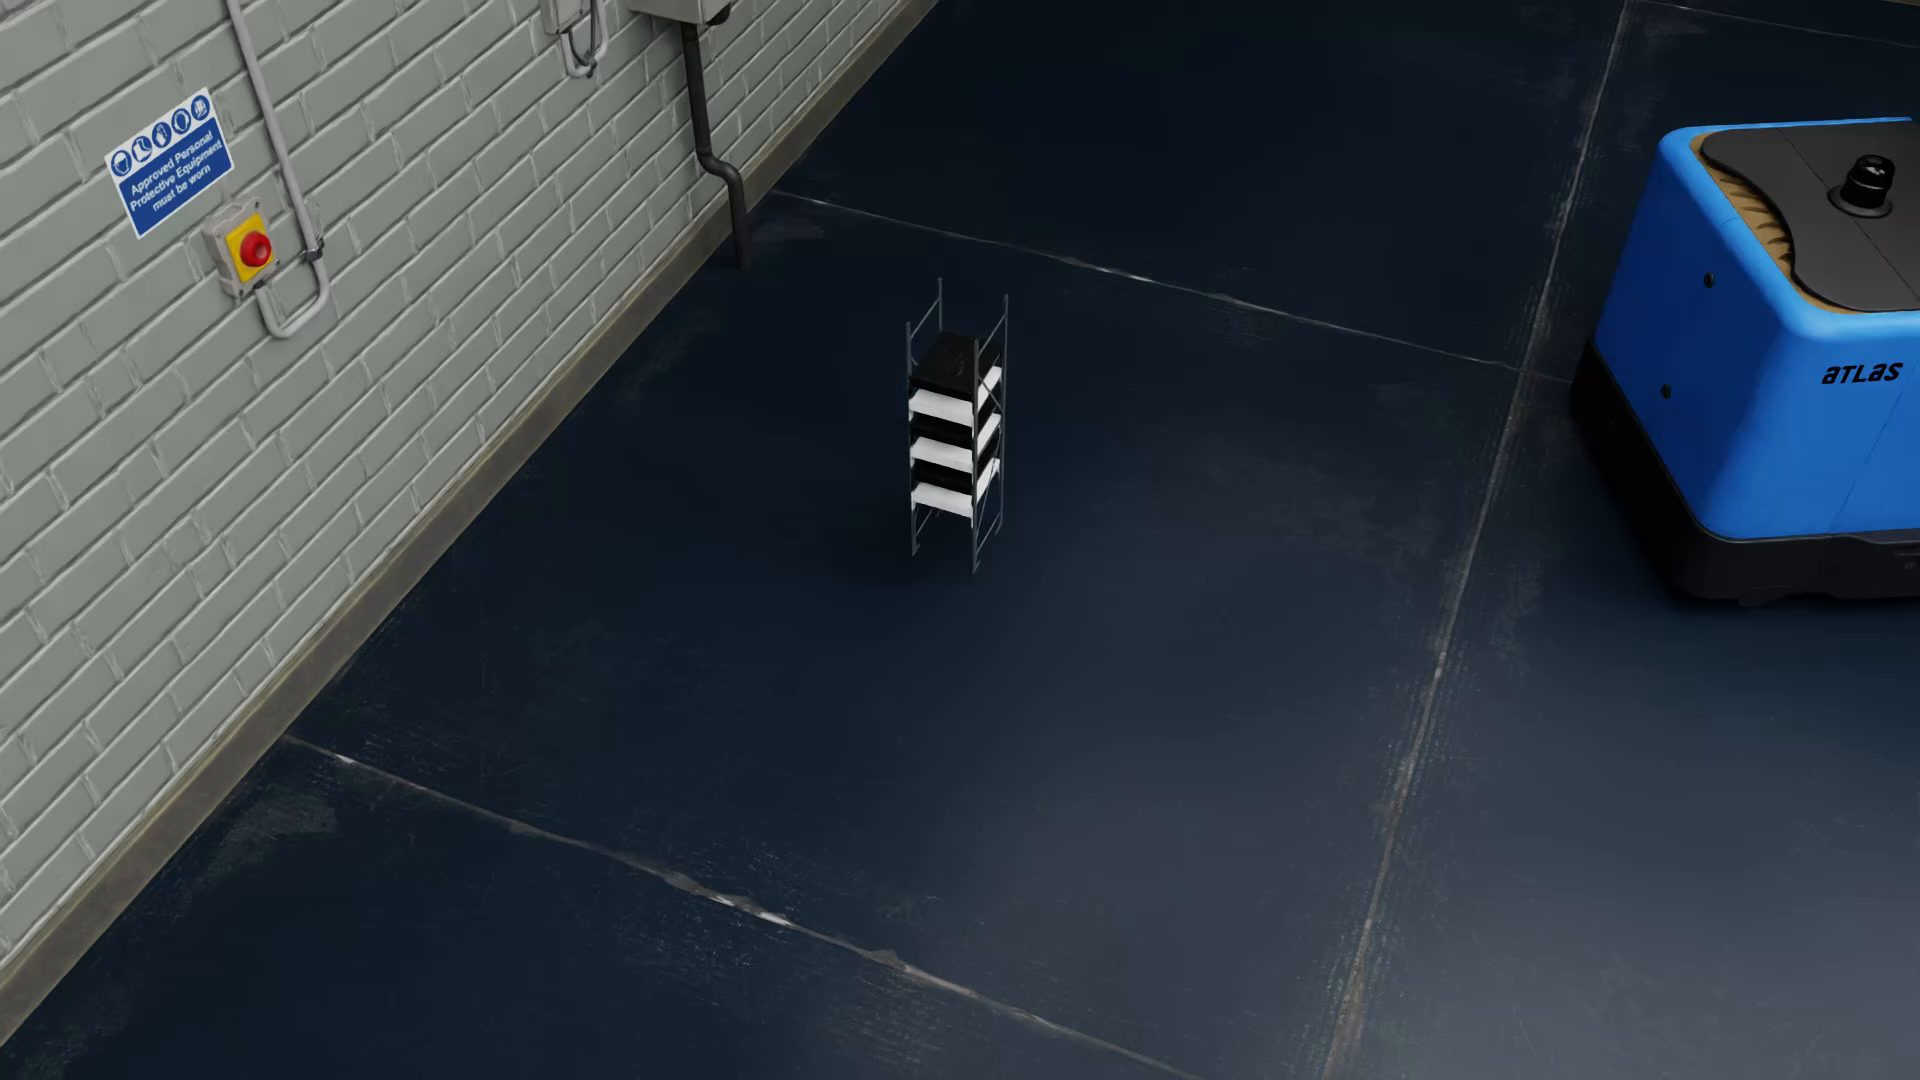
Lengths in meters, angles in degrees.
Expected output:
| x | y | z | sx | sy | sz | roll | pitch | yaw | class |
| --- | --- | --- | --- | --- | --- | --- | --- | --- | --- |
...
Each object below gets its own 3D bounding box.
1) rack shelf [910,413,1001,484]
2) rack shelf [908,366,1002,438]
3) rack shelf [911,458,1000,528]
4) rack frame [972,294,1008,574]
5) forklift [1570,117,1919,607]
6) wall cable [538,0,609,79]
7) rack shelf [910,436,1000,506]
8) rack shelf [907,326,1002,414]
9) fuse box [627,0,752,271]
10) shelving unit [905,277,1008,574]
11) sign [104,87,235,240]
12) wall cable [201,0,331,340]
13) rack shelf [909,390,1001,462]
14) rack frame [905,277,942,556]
| x | y | z | sx | sy | sz | roll | pitch | yaw | class |
| --- | --- | --- | --- | --- | --- | --- | --- | --- | --- |
| -0.007 | -0.298 | 4.958 | 0.200 | 0.077 | 0.258 | 16 | 47 | 16 | rack shelf |
| -0.007 | -0.425 | 4.831 | 0.200 | 0.077 | 0.258 | 16 | 47 | 16 | rack shelf |
| -0.007 | -0.170 | 5.085 | 0.200 | 0.077 | 0.258 | 16 | 47 | 16 | rack shelf |
| 0.086 | -0.294 | 4.907 | 0.006 | 0.900 | 0.240 | 16 | 47 | 16 | rack frame |
| 3.616 | -1.267 | 4.445 | 3.031 | 2.935 | 1.130 | -4 | 45 | -4 | forklift |
| -1.189 | -2.068 | 4.481 | 0.122 | 1.984 | 0.588 | 16 | 47 | 16 | wall cable |
| -0.007 | -0.234 | 5.022 | 0.200 | 0.077 | 0.258 | 16 | 47 | 16 | rack shelf |
| -0.007 | -0.489 | 4.768 | 0.200 | 0.077 | 0.258 | 16 | 47 | 16 | rack shelf |
| -0.781 | -1.652 | 5.697 | 0.414 | 1.711 | 0.539 | 16 | 47 | 16 | fuse box |
| -0.007 | -0.321 | 4.935 | 0.210 | 0.900 | 0.258 | 16 | 47 | 16 | shelving unit |
| -1.799 | -0.862 | 3.798 | 0.001 | 0.218 | 0.327 | 16 | 47 | 16 | sign |
| -1.724 | -1.152 | 3.539 | 0.123 | 1.953 | 0.585 | 16 | 47 | 16 | wall cable |
| -0.007 | -0.361 | 4.895 | 0.200 | 0.077 | 0.258 | 16 | 47 | 16 | rack shelf |
| -0.101 | -0.349 | 4.963 | 0.006 | 0.900 | 0.240 | 16 | 47 | 16 | rack frame |
